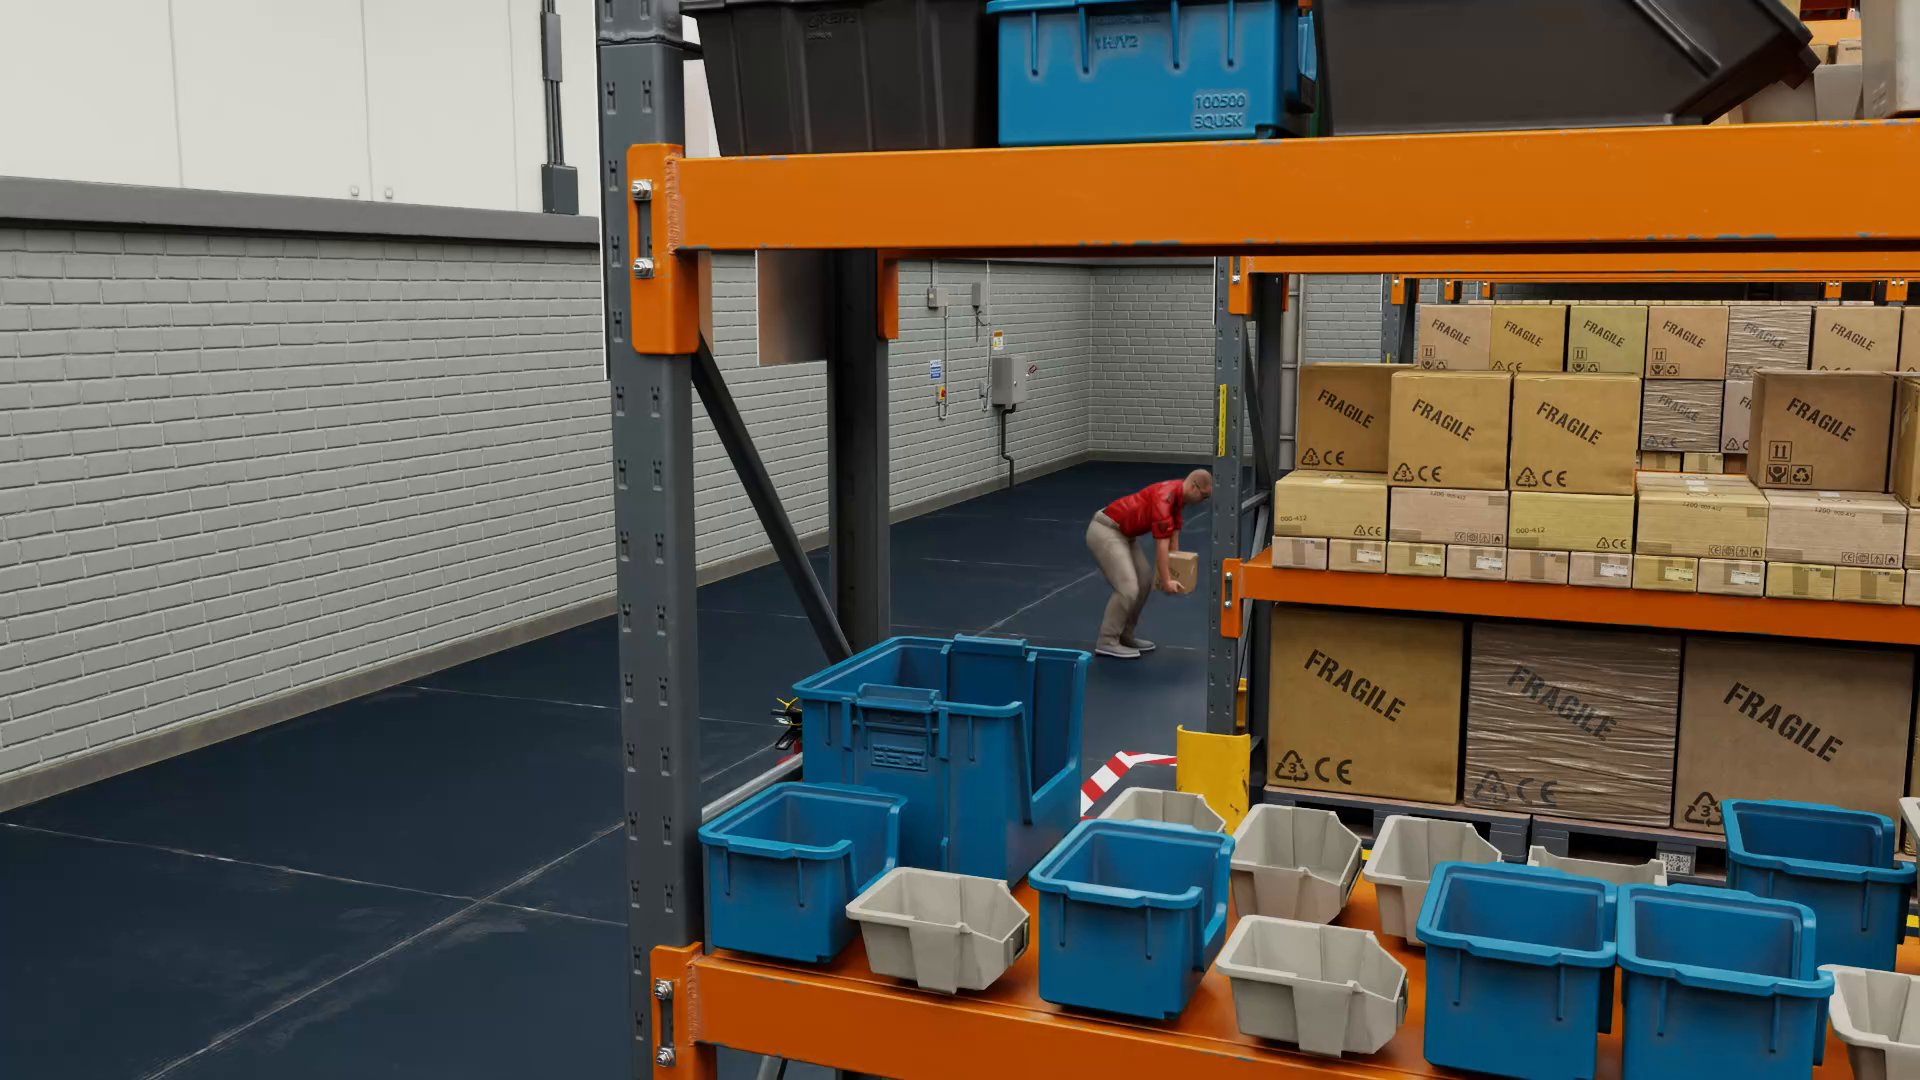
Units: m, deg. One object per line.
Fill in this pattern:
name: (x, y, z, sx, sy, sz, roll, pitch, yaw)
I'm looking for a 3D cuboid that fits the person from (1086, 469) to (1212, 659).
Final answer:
person: (1.336, 0.153, 11.719, 0.883, 1.336, 0.496, 3, 9, 19)
